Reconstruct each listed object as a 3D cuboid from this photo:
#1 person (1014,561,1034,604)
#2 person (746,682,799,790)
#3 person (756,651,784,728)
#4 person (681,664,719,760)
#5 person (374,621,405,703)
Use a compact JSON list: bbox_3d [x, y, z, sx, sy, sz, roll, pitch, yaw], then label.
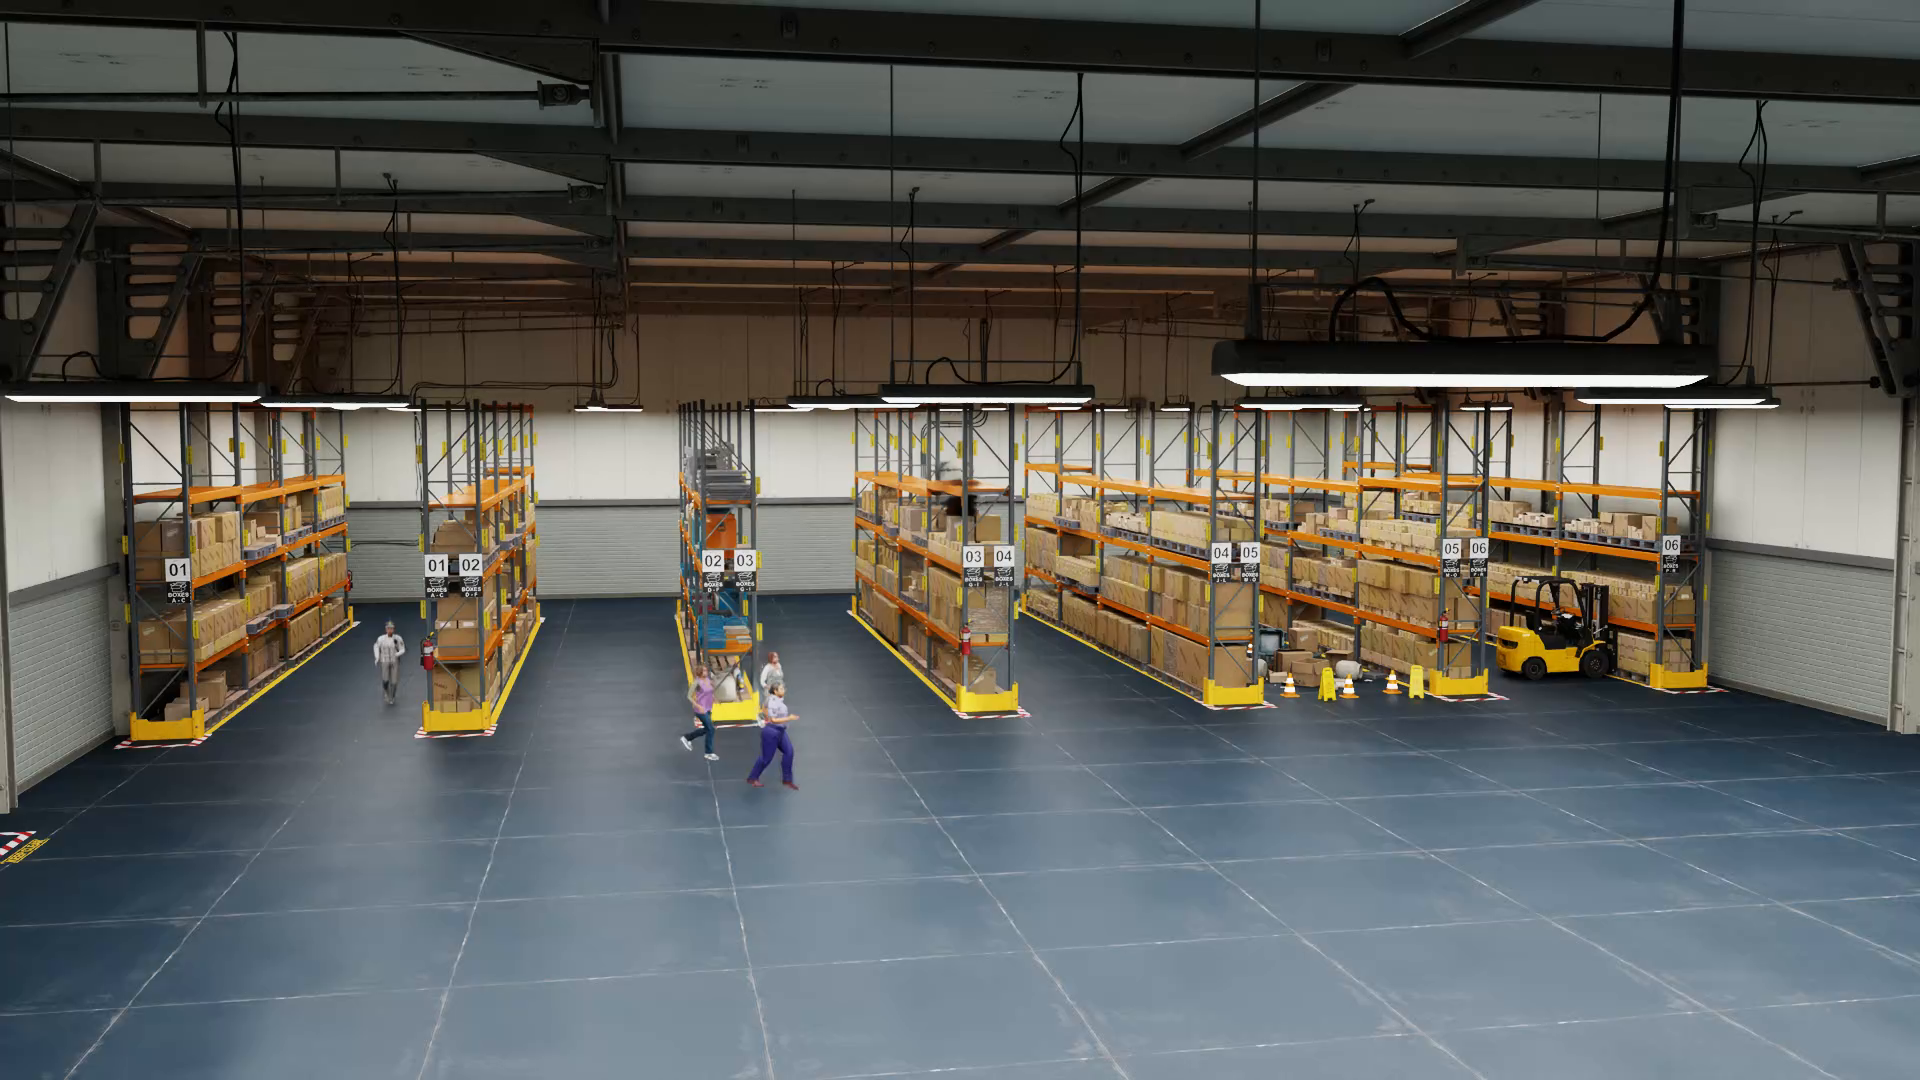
[{"bbox_3d":[2.043,1.090,49.974,0.860,1.715,0.814,0,4,-4],"label":"person"},{"bbox_3d":[-2.838,2.996,25.315,0.821,1.698,0.550,1,4,9],"label":"person"},{"bbox_3d":[-3.375,2.736,29.406,0.606,1.585,0.546,3,5,34],"label":"person"},{"bbox_3d":[-4.327,2.856,27.696,0.697,1.590,0.533,2,5,21],"label":"person"},{"bbox_3d":[-11.217,2.414,32.712,0.583,1.646,0.700,-2,5,-19],"label":"person"}]
